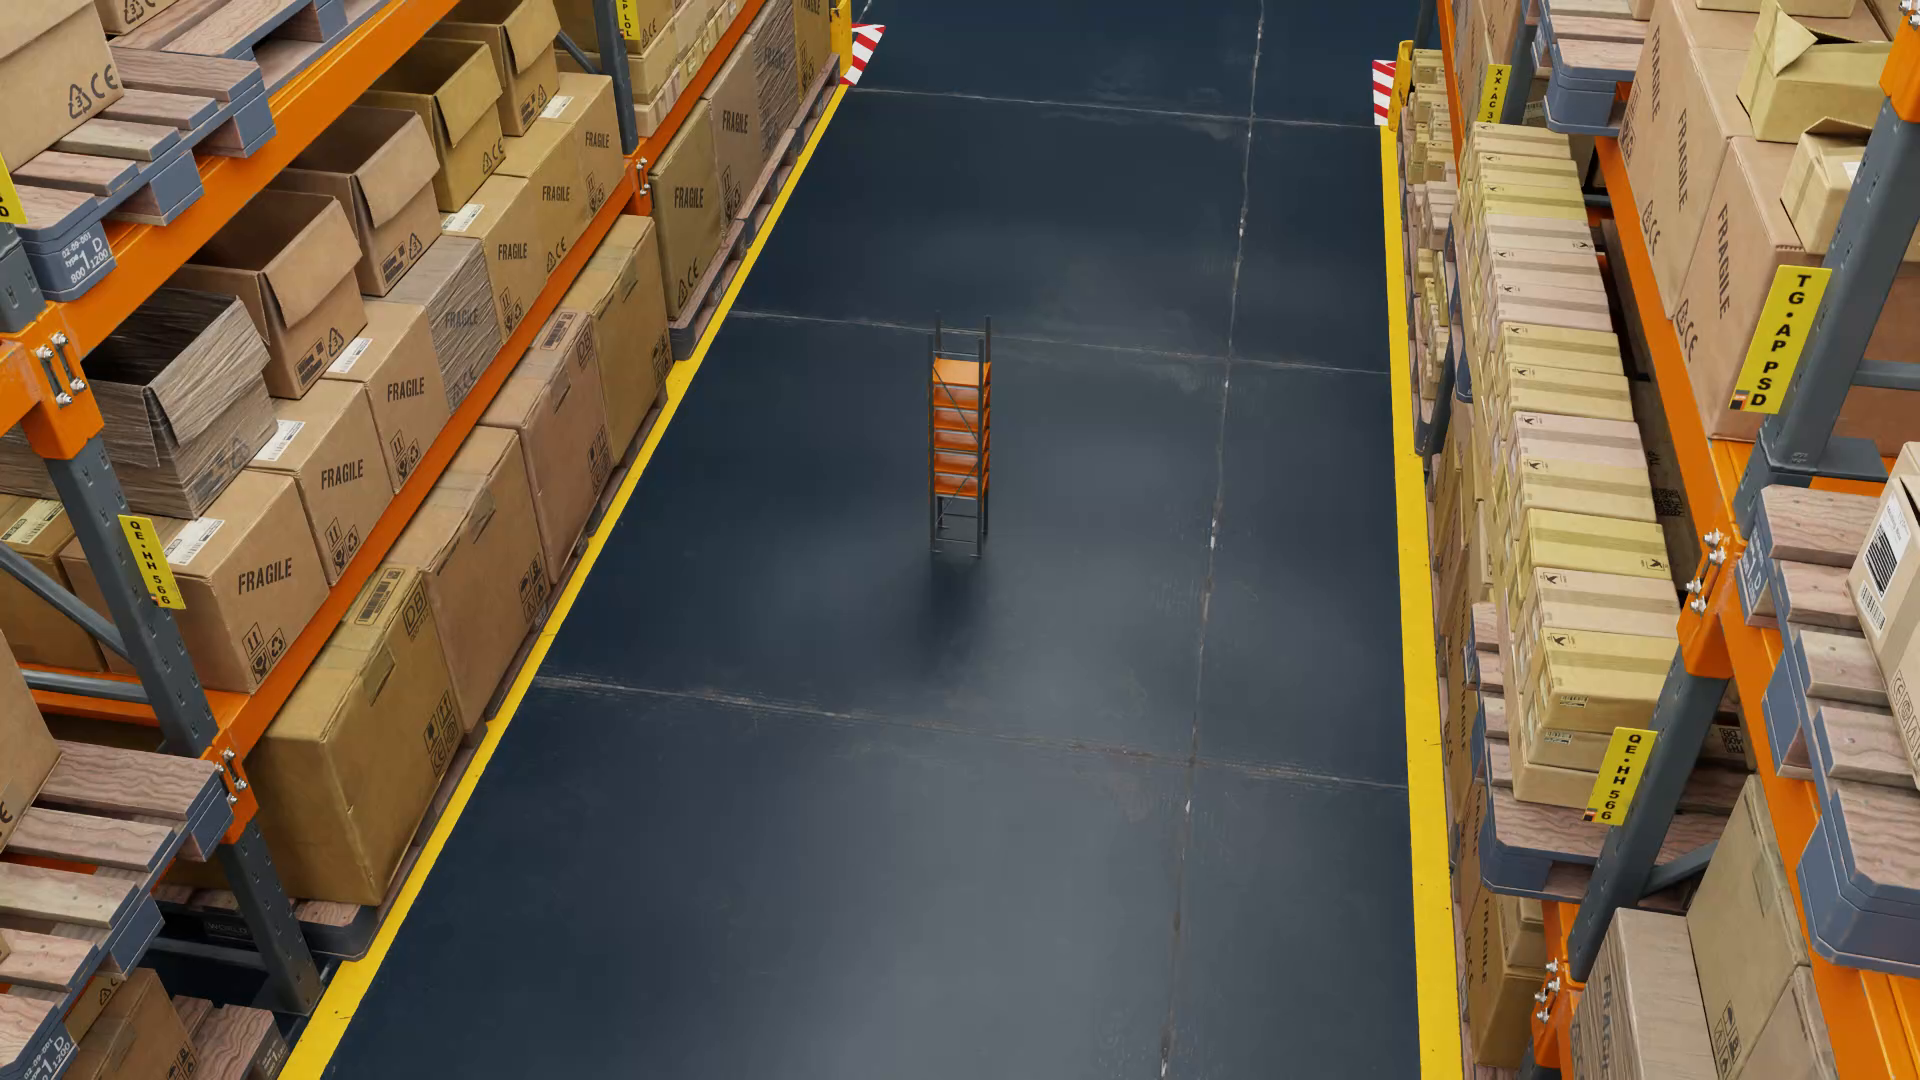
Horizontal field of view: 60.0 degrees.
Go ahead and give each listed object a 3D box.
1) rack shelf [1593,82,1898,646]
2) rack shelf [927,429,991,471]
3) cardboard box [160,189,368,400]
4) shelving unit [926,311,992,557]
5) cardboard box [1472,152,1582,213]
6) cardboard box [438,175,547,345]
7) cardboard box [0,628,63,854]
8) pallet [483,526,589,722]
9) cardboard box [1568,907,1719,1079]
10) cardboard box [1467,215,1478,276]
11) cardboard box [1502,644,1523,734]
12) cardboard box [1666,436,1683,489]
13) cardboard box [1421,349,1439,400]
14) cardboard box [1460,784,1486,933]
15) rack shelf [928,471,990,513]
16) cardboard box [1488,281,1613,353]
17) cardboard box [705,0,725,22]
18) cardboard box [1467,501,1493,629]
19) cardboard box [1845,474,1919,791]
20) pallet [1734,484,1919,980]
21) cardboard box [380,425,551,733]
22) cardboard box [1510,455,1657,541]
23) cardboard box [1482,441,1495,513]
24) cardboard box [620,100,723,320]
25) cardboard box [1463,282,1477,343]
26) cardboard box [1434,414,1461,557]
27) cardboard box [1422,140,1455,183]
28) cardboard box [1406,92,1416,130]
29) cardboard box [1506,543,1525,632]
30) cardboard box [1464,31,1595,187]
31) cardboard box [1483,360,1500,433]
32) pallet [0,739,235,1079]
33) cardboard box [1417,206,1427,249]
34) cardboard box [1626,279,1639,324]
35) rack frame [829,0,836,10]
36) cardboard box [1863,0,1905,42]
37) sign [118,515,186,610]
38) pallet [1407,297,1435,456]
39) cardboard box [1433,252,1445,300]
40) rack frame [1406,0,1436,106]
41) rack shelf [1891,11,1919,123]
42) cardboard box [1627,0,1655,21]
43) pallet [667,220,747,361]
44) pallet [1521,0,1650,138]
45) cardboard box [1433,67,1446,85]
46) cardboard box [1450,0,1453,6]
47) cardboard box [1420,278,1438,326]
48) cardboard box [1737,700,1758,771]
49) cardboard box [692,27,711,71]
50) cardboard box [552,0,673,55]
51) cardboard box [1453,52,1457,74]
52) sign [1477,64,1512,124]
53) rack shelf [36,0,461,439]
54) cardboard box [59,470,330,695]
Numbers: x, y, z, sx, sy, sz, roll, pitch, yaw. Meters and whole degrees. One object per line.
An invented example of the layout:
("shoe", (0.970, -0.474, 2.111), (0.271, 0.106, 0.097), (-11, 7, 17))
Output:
("rack shelf", (2.456, -1.098, 5.032), (1.077, 0.370, 4.000), (6, 40, 8))
("rack shelf", (-0.002, -0.419, 7.482), (0.258, 0.103, 0.180), (6, 40, 8))
("cardboard box", (-2.500, -0.865, 5.674), (0.797, 0.503, 0.637), (7, 40, 9))
("shelving unit", (-0.002, -0.453, 7.454), (0.258, 1.200, 0.189), (6, 40, 8))
("cardboard box", (2.238, -1.397, 6.583), (0.380, 0.149, 0.250), (7, 40, 9))
("cardboard box", (-2.054, -1.161, 6.819), (0.500, 0.500, 0.500), (6, 40, 7))
("cardboard box", (-2.812, 0.568, 4.397), (0.500, 0.500, 0.500), (2, 40, 2))
("pallet", (-2.334, 0.250, 7.378), (1.003, 0.211, 1.213), (6, 40, 8))
("cardboard box", (1.766, 1.249, 3.903), (0.500, 0.500, 0.500), (7, 40, 8))
("cardboard box", (2.193, -1.133, 6.497), (0.380, 0.149, 0.250), (7, 40, 9))
("cardboard box", (1.787, 0.455, 4.810), (0.380, 0.149, 0.250), (6, 40, 8))
("cardboard box", (2.660, -0.283, 5.703), (0.380, 0.149, 0.250), (5, 40, 6))
("cardboard box", (2.534, -0.821, 8.394), (0.380, 0.149, 0.250), (7, 40, 8))
("cardboard box", (2.060, 1.070, 5.831), (0.500, 0.500, 0.500), (8, 40, 9))
("rack shelf", (-0.002, -0.234, 7.635), (0.258, 0.103, 0.180), (6, 40, 8))
("cardboard box", (2.058, -0.761, 5.814), (0.380, 0.149, 0.250), (8, 40, 9))
("cardboard box", (-1.552, -3.045, 9.060), (0.500, 0.250, 0.500), (7, 40, 9))
("cardboard box", (2.231, 0.127, 6.383), (0.500, 0.250, 0.500), (8, 40, 9))
("cardboard box", (1.768, 0.144, 2.627), (0.500, 0.311, 0.500), (6, 40, 8))
("pallet", (2.050, 0.362, 2.849), (1.213, 0.211, 1.003), (8, 40, 10))
("cardboard box", (-2.456, 0.093, 6.718), (1.225, 0.875, 0.875), (7, 40, 8))
("cardboard box", (1.876, -0.106, 5.022), (0.380, 0.149, 0.250), (8, 40, 9))
("cardboard box", (1.969, -0.194, 5.595), (0.380, 0.149, 0.250), (8, 40, 9))
("cardboard box", (-1.873, -1.833, 9.048), (0.875, 0.875, 0.875), (6, 40, 8))
("cardboard box", (2.147, -0.855, 6.394), (0.380, 0.149, 0.250), (7, 40, 8))
("cardboard box", (2.413, -0.239, 7.413), (0.500, 0.500, 0.500), (8, 40, 9))
("cardboard box", (2.860, -2.158, 9.544), (0.380, 0.149, 0.250), (7, 40, 8))
("cardboard box", (3.088, -2.755, 10.732), (0.380, 0.149, 0.250), (7, 40, 9))
("cardboard box", (1.834, 0.163, 4.930), (0.380, 0.149, 0.250), (7, 40, 9))
("cardboard box", (2.607, -1.962, 7.554), (0.500, 0.500, 0.500), (6, 40, 8))
("cardboard box", (2.012, -0.476, 5.703), (0.380, 0.149, 0.250), (6, 40, 7))
("pallet", (-2.776, 0.958, 4.484), (1.213, 0.211, 1.003), (6, 40, 8))
("cardboard box", (2.834, -1.782, 9.556), (0.380, 0.149, 0.250), (6, 40, 8))
("cardboard box", (2.839, -0.949, 6.509), (0.380, 0.149, 0.250), (6, 40, 8))
("rack frame", (-1.374, -4.595, 11.051), (1.000, 3.000, 0.127), (6, 40, 8))
("cardboard box", (2.631, -1.117, 4.411), (0.500, 0.500, 0.500), (6, 40, 8))
("sign", (-2.222, 0.064, 4.569), (0.100, 0.325, 0.005), (6, 40, 8))
("pallet", (2.883, -0.825, 8.679), (1.003, 0.211, 1.213), (6, 40, 8))
("cardboard box", (2.648, -1.341, 8.555), (0.380, 0.149, 0.250), (6, 40, 7))
("rack frame", (3.494, -3.985, 10.313), (1.000, 3.000, 0.127), (6, 40, 8))
("rack shelf", (1.764, 0.410, 1.167), (1.077, 0.370, 4.000), (6, 40, 8))
("cardboard box", (2.405, -1.877, 4.999), (0.797, 0.503, 0.637), (6, 40, 7))
("pallet", (-1.857, -1.479, 9.470), (1.003, 0.211, 1.213), (6, 40, 8))
("pallet", (2.414, -1.531, 5.138), (1.213, 0.211, 1.003), (6, 40, 8))
("cardboard box", (3.139, -2.800, 10.320), (0.380, 0.149, 0.250), (7, 40, 8))
("cardboard box", (2.979, -3.242, 9.102), (0.500, 0.500, 0.500), (7, 40, 8))
("cardboard box", (2.607, -1.226, 8.650), (0.380, 0.149, 0.250), (5, 40, 6))
("cardboard box", (2.432, 0.544, 4.703), (0.380, 0.149, 0.250), (8, 40, 10))
("cardboard box", (-1.553, -2.633, 8.874), (0.380, 0.149, 0.250), (5, 40, 6))
("cardboard box", (-1.731, -2.703, 8.058), (0.500, 0.500, 0.500), (6, 40, 8))
("cardboard box", (2.820, -2.572, 8.801), (0.380, 0.149, 0.250), (7, 40, 9))
("sign", (2.266, -1.863, 7.067), (0.100, 0.325, 0.005), (6, 40, 8))
("rack shelf", (-2.412, -1.709, 5.770), (1.077, 0.370, 4.000), (6, 40, 8))
("cardboard box", (-2.406, 0.112, 5.279), (0.500, 0.500, 0.500), (8, 40, 9))
